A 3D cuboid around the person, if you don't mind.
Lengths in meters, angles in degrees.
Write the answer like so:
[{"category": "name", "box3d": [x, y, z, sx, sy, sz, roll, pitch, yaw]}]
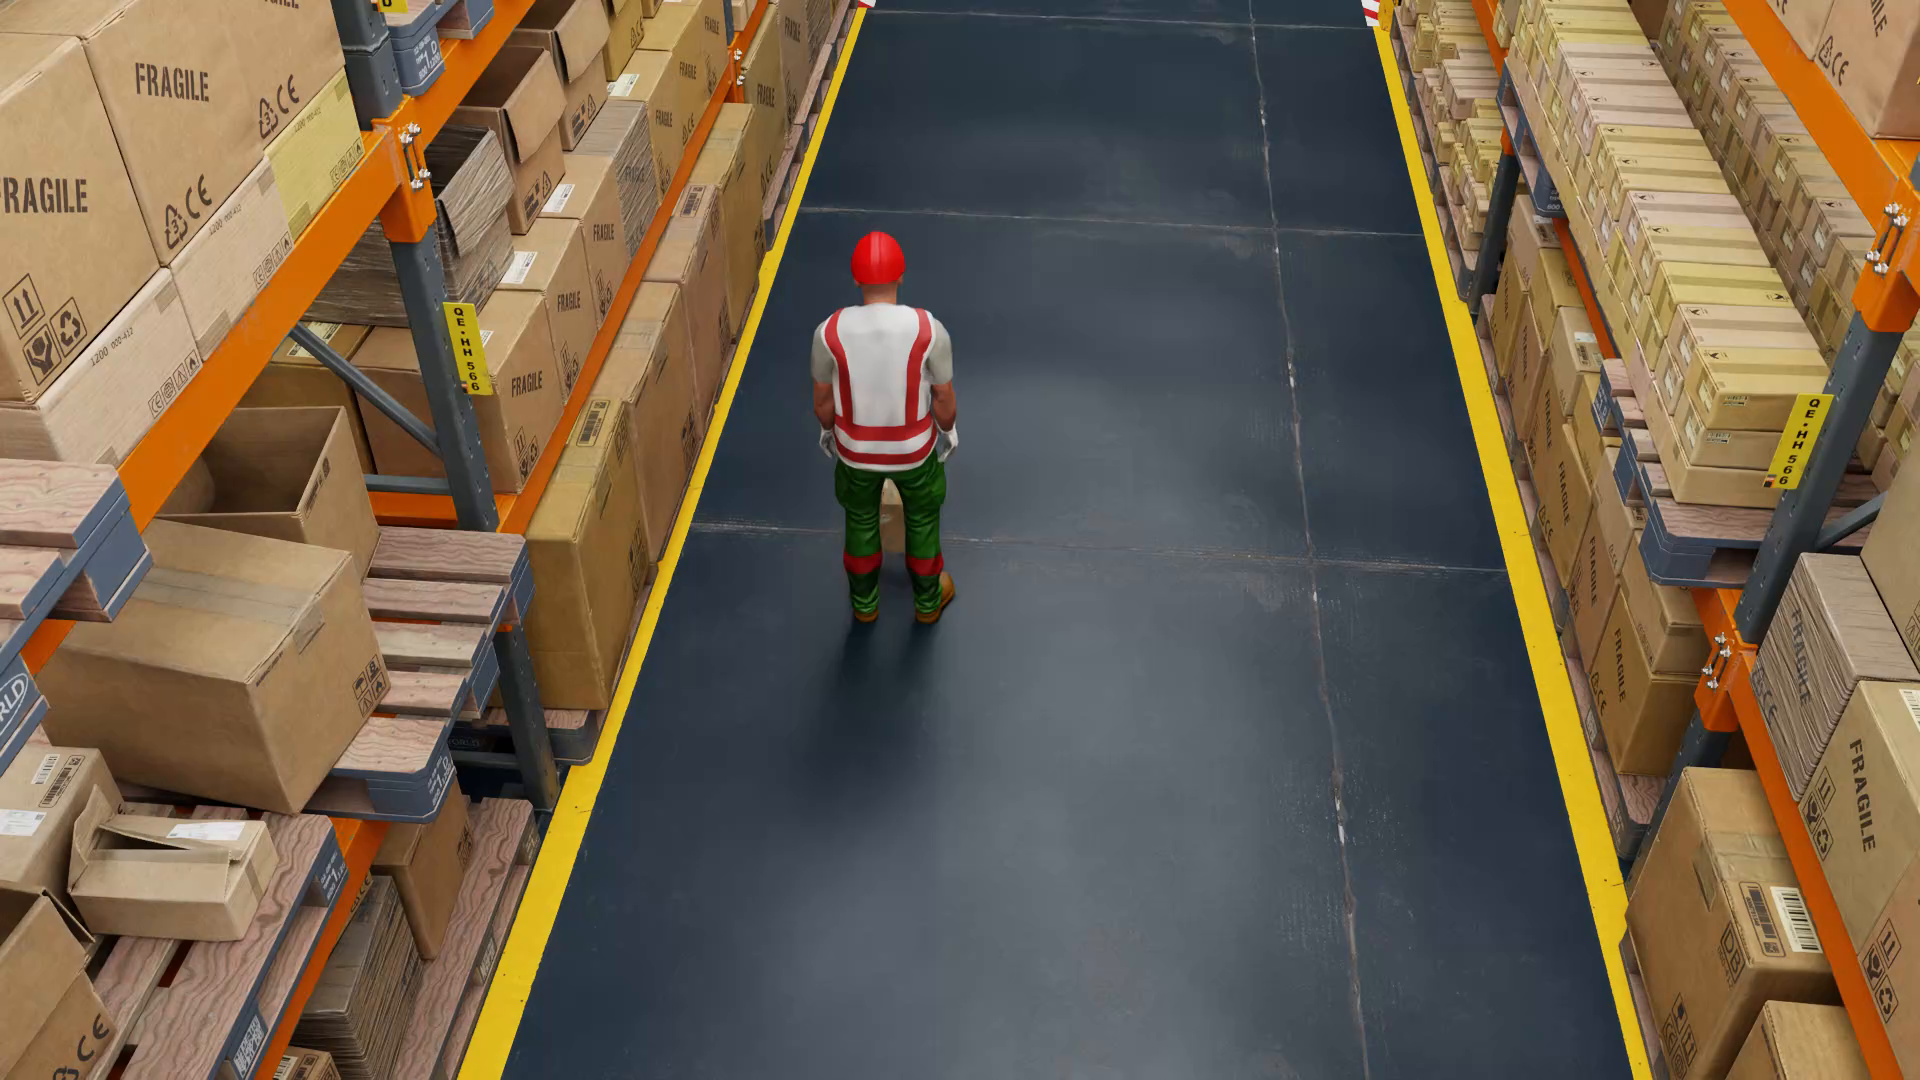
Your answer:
[{"category": "person", "box3d": [-0.290, -0.397, 6.619, 0.563, 1.782, 0.431, 2, 40, 2]}]
